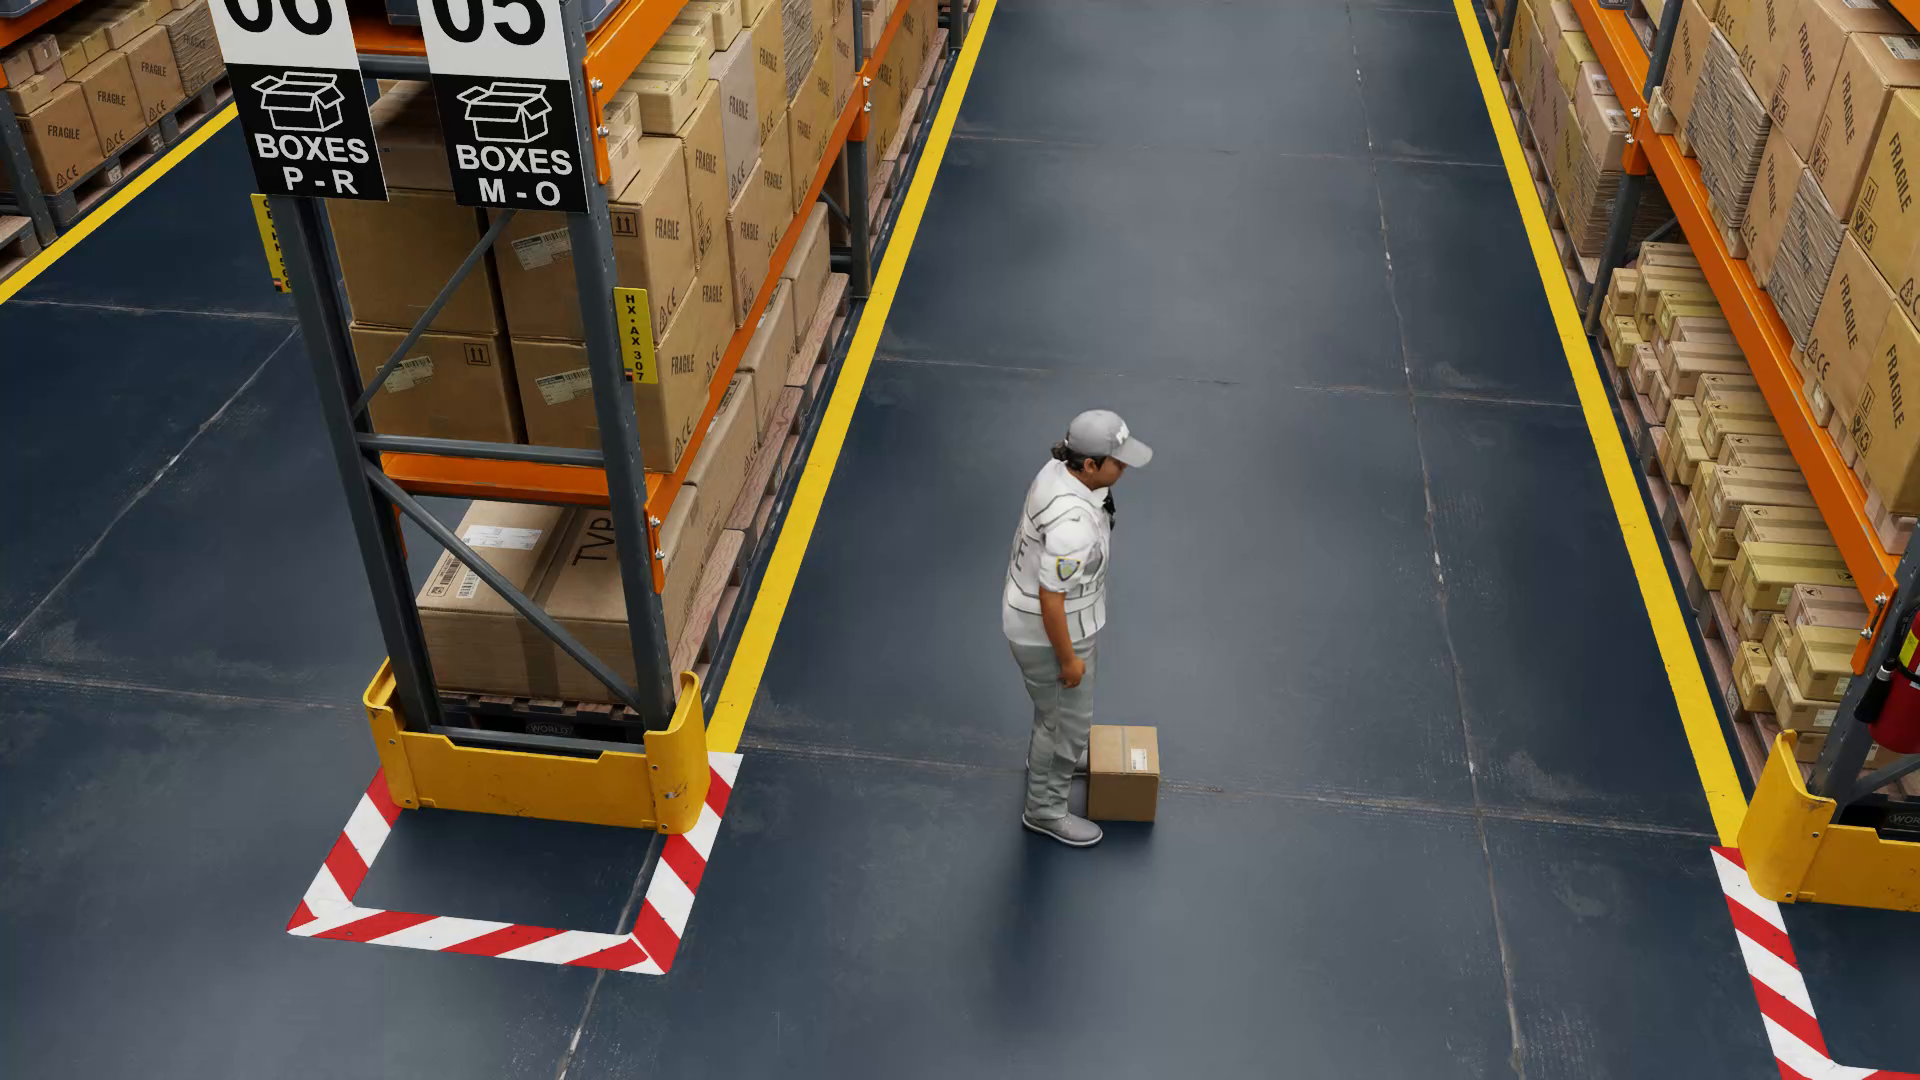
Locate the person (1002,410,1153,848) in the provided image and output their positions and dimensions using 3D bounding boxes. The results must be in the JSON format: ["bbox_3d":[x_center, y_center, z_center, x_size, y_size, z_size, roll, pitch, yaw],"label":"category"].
[{"bbox_3d":[0.383,0.282,5.759,0.469,1.666,0.542,4,37,6],"label":"person"}]
